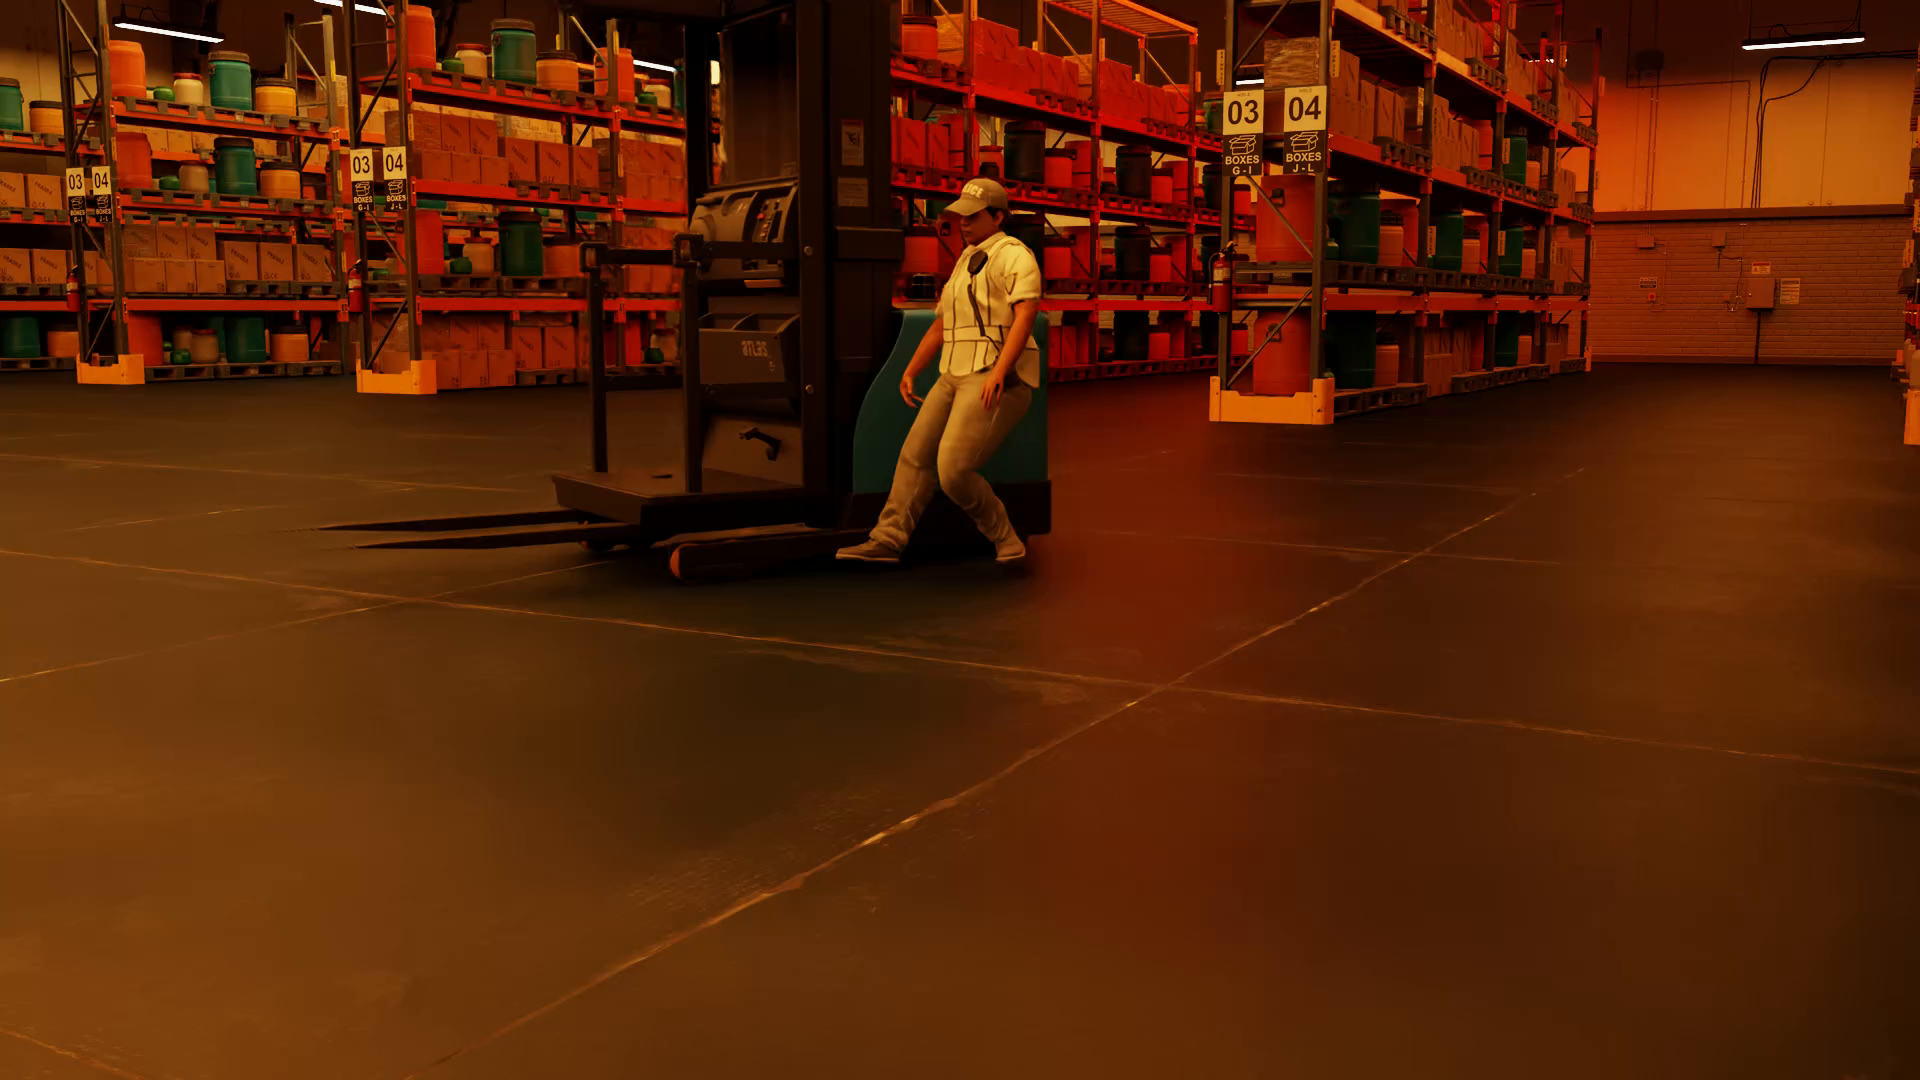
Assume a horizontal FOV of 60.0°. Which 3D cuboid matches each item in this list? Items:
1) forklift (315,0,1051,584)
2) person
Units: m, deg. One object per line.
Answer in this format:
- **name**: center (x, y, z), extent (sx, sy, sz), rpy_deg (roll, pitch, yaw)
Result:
- **forklift**: center (-1.100, -1.360, 6.946), extent (3.031, 2.935, 1.130), rpy_deg (-5, 9, -33)
- **person**: center (-0.071, -0.644, 6.631), extent (0.692, 1.578, 0.720), rpy_deg (-4, 9, -27)
